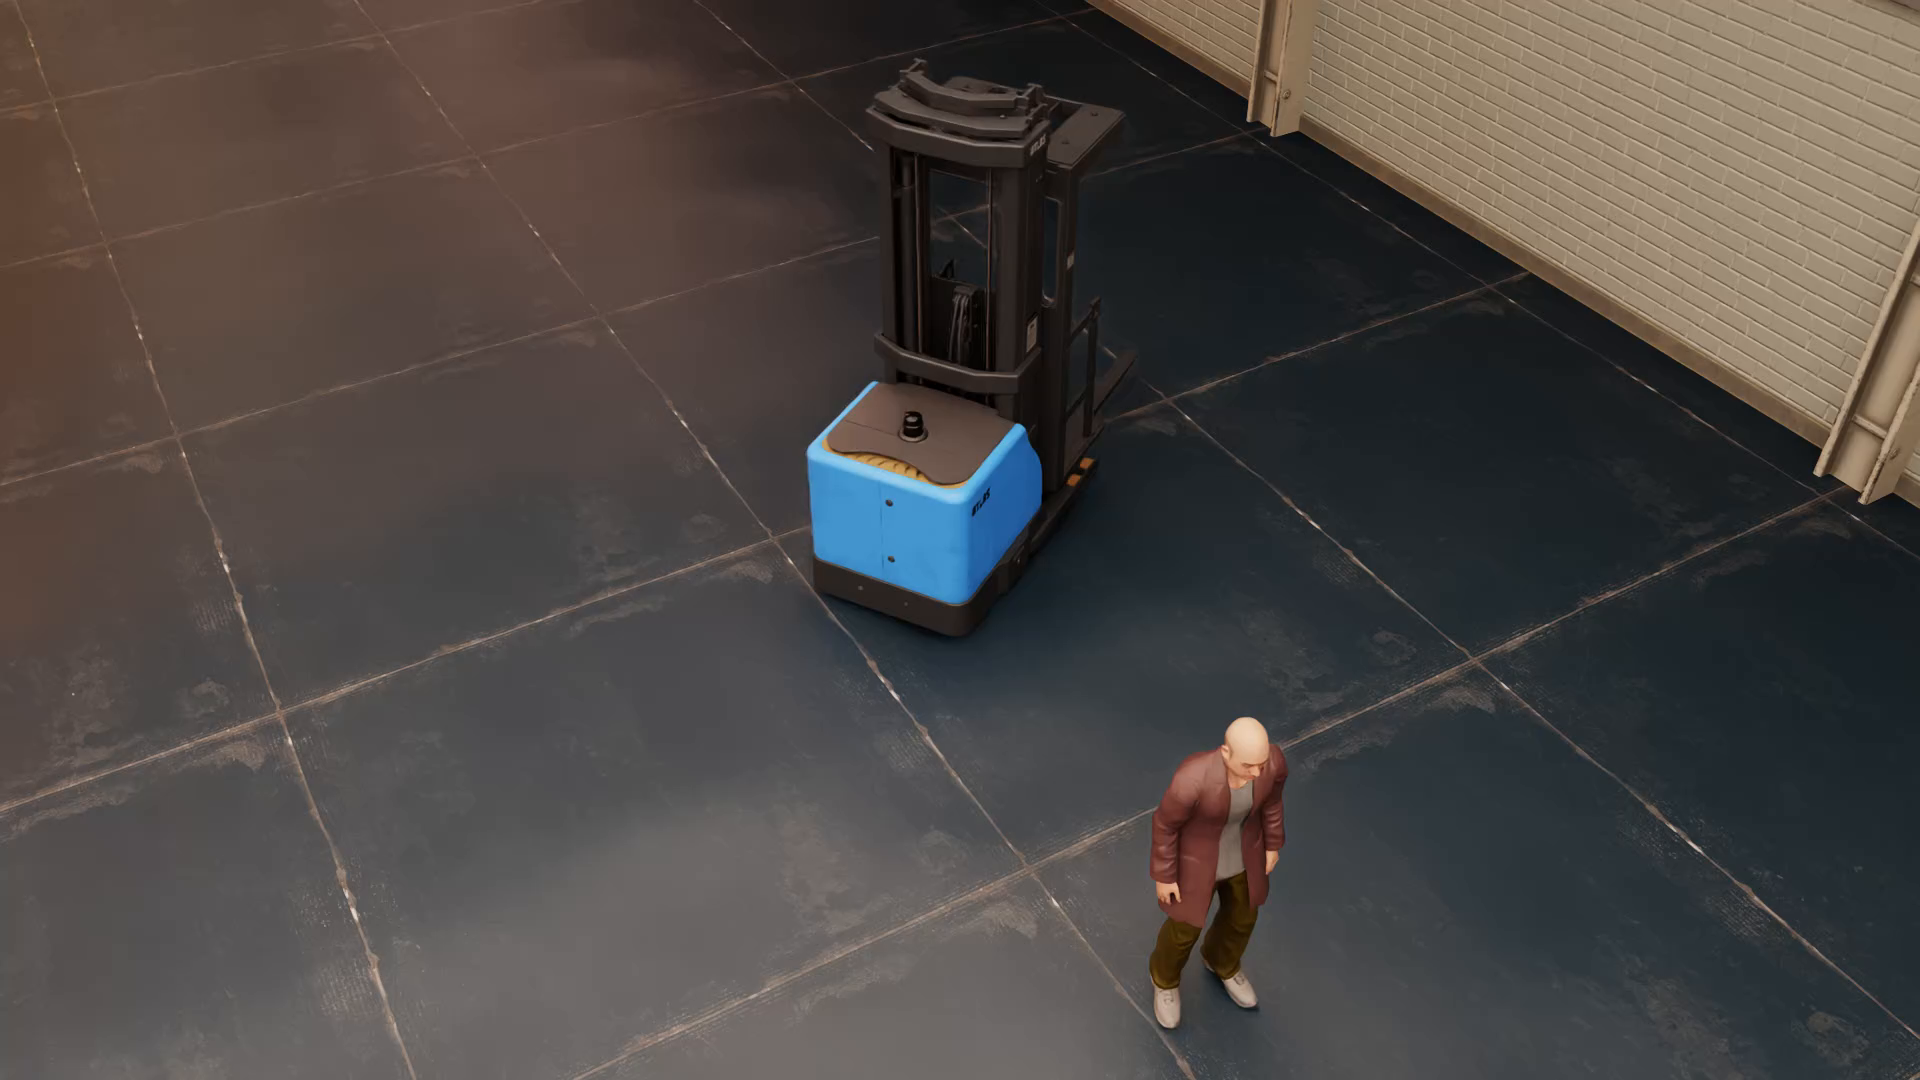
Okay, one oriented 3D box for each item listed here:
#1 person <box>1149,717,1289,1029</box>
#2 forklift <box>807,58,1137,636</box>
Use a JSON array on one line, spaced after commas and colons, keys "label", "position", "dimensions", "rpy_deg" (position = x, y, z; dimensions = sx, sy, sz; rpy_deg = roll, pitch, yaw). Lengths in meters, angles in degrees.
[{"label": "person", "position": [1.128, 1.429, 7.274], "dimensions": [0.644, 1.707, 0.436], "rpy_deg": [-12, 41, -15]}, {"label": "forklift", "position": [0.246, -1.507, 9.853], "dimensions": [1.130, 2.935, 3.031], "rpy_deg": [18, 43, 21]}]
